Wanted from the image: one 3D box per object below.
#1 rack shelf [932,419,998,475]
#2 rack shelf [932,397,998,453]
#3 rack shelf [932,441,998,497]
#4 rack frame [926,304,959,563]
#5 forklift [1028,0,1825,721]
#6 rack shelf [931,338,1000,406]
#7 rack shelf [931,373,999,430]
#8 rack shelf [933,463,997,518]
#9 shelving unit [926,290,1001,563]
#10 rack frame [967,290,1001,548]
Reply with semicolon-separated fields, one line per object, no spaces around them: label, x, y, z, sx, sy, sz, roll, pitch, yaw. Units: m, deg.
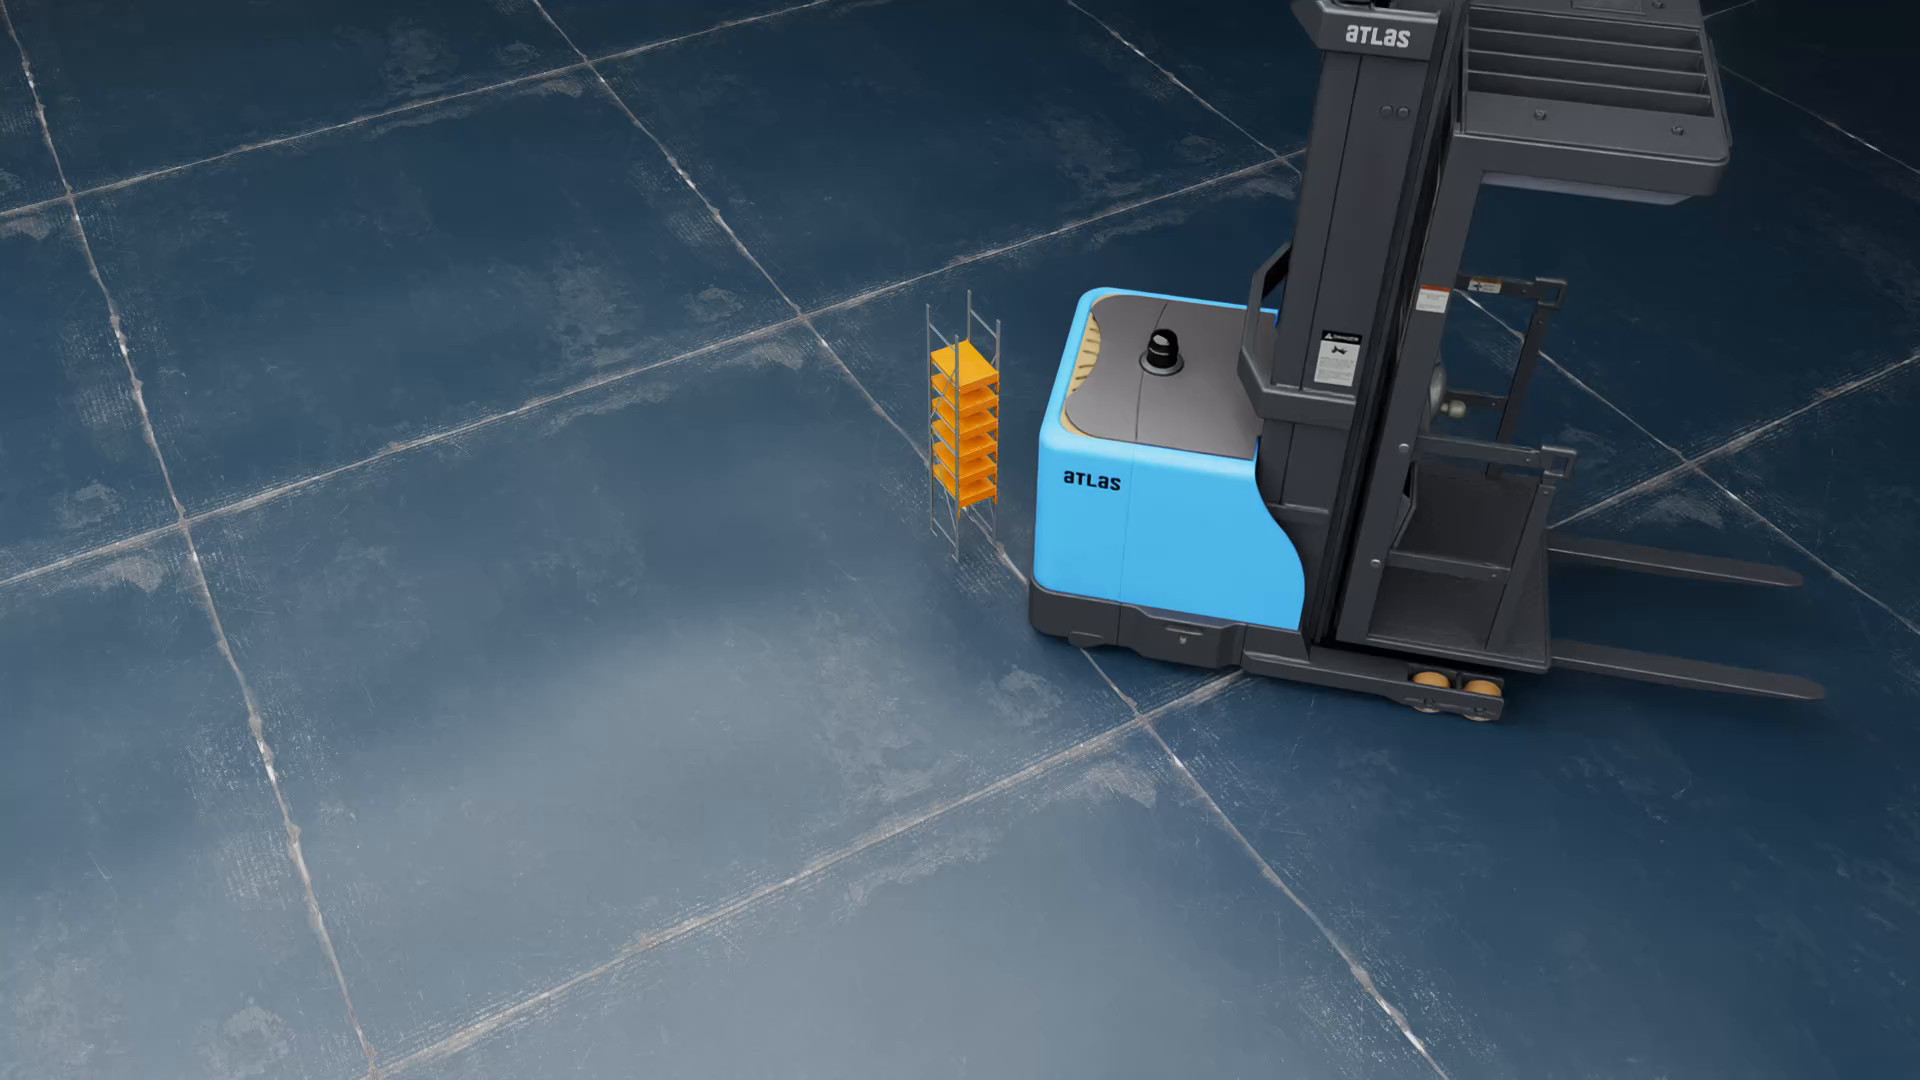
rack shelf;0.013;-0.404;6.798;0.180;0.103;0.258;-22;48;-21
rack shelf;0.013;-0.490;6.714;0.180;0.103;0.258;-22;48;-21
rack shelf;0.013;-0.318;6.881;0.180;0.103;0.258;-22;48;-21
rack frame;-0.067;-0.404;6.734;0.006;1.200;0.240;-22;48;-21
forklift;1.850;-0.758;5.856;3.031;2.935;1.130;9;45;9
rack shelf;0.013;-0.662;6.547;0.180;0.103;0.258;-22;48;-21
rack shelf;0.013;-0.576;6.631;0.180;0.103;0.258;-22;48;-21
rack shelf;0.013;-0.231;6.965;0.180;0.103;0.258;-22;48;-21
shelving unit;0.013;-0.436;6.767;0.189;1.200;0.258;-22;48;-21
rack frame;0.092;-0.467;6.799;0.006;1.200;0.240;-22;48;-21
